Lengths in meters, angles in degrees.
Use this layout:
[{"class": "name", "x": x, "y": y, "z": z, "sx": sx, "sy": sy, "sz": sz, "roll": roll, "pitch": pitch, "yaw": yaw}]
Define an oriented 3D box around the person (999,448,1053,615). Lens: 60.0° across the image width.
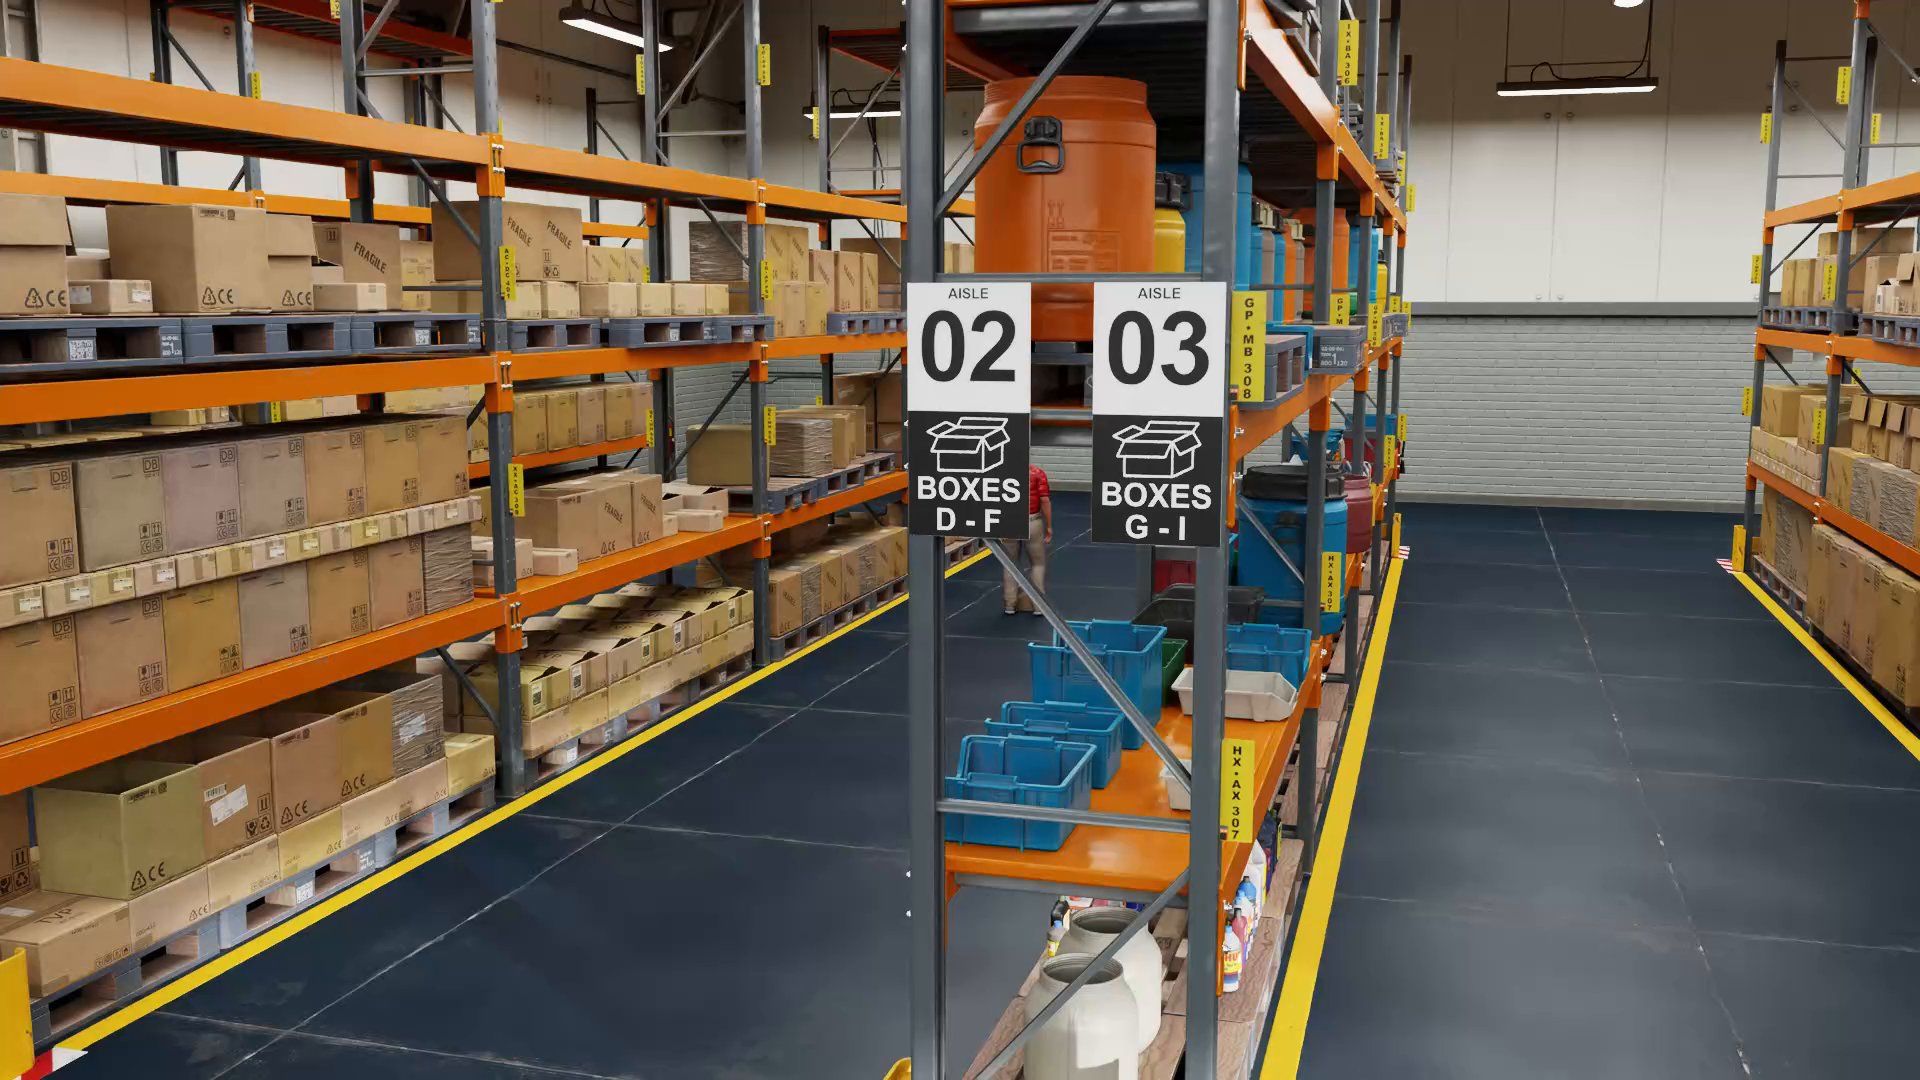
[{"class": "person", "x": 0.636, "y": -0.116, "z": 16.675, "sx": 0.588, "sy": 1.726, "sz": 0.384, "roll": 2, "pitch": 9, "yaw": 16}]
